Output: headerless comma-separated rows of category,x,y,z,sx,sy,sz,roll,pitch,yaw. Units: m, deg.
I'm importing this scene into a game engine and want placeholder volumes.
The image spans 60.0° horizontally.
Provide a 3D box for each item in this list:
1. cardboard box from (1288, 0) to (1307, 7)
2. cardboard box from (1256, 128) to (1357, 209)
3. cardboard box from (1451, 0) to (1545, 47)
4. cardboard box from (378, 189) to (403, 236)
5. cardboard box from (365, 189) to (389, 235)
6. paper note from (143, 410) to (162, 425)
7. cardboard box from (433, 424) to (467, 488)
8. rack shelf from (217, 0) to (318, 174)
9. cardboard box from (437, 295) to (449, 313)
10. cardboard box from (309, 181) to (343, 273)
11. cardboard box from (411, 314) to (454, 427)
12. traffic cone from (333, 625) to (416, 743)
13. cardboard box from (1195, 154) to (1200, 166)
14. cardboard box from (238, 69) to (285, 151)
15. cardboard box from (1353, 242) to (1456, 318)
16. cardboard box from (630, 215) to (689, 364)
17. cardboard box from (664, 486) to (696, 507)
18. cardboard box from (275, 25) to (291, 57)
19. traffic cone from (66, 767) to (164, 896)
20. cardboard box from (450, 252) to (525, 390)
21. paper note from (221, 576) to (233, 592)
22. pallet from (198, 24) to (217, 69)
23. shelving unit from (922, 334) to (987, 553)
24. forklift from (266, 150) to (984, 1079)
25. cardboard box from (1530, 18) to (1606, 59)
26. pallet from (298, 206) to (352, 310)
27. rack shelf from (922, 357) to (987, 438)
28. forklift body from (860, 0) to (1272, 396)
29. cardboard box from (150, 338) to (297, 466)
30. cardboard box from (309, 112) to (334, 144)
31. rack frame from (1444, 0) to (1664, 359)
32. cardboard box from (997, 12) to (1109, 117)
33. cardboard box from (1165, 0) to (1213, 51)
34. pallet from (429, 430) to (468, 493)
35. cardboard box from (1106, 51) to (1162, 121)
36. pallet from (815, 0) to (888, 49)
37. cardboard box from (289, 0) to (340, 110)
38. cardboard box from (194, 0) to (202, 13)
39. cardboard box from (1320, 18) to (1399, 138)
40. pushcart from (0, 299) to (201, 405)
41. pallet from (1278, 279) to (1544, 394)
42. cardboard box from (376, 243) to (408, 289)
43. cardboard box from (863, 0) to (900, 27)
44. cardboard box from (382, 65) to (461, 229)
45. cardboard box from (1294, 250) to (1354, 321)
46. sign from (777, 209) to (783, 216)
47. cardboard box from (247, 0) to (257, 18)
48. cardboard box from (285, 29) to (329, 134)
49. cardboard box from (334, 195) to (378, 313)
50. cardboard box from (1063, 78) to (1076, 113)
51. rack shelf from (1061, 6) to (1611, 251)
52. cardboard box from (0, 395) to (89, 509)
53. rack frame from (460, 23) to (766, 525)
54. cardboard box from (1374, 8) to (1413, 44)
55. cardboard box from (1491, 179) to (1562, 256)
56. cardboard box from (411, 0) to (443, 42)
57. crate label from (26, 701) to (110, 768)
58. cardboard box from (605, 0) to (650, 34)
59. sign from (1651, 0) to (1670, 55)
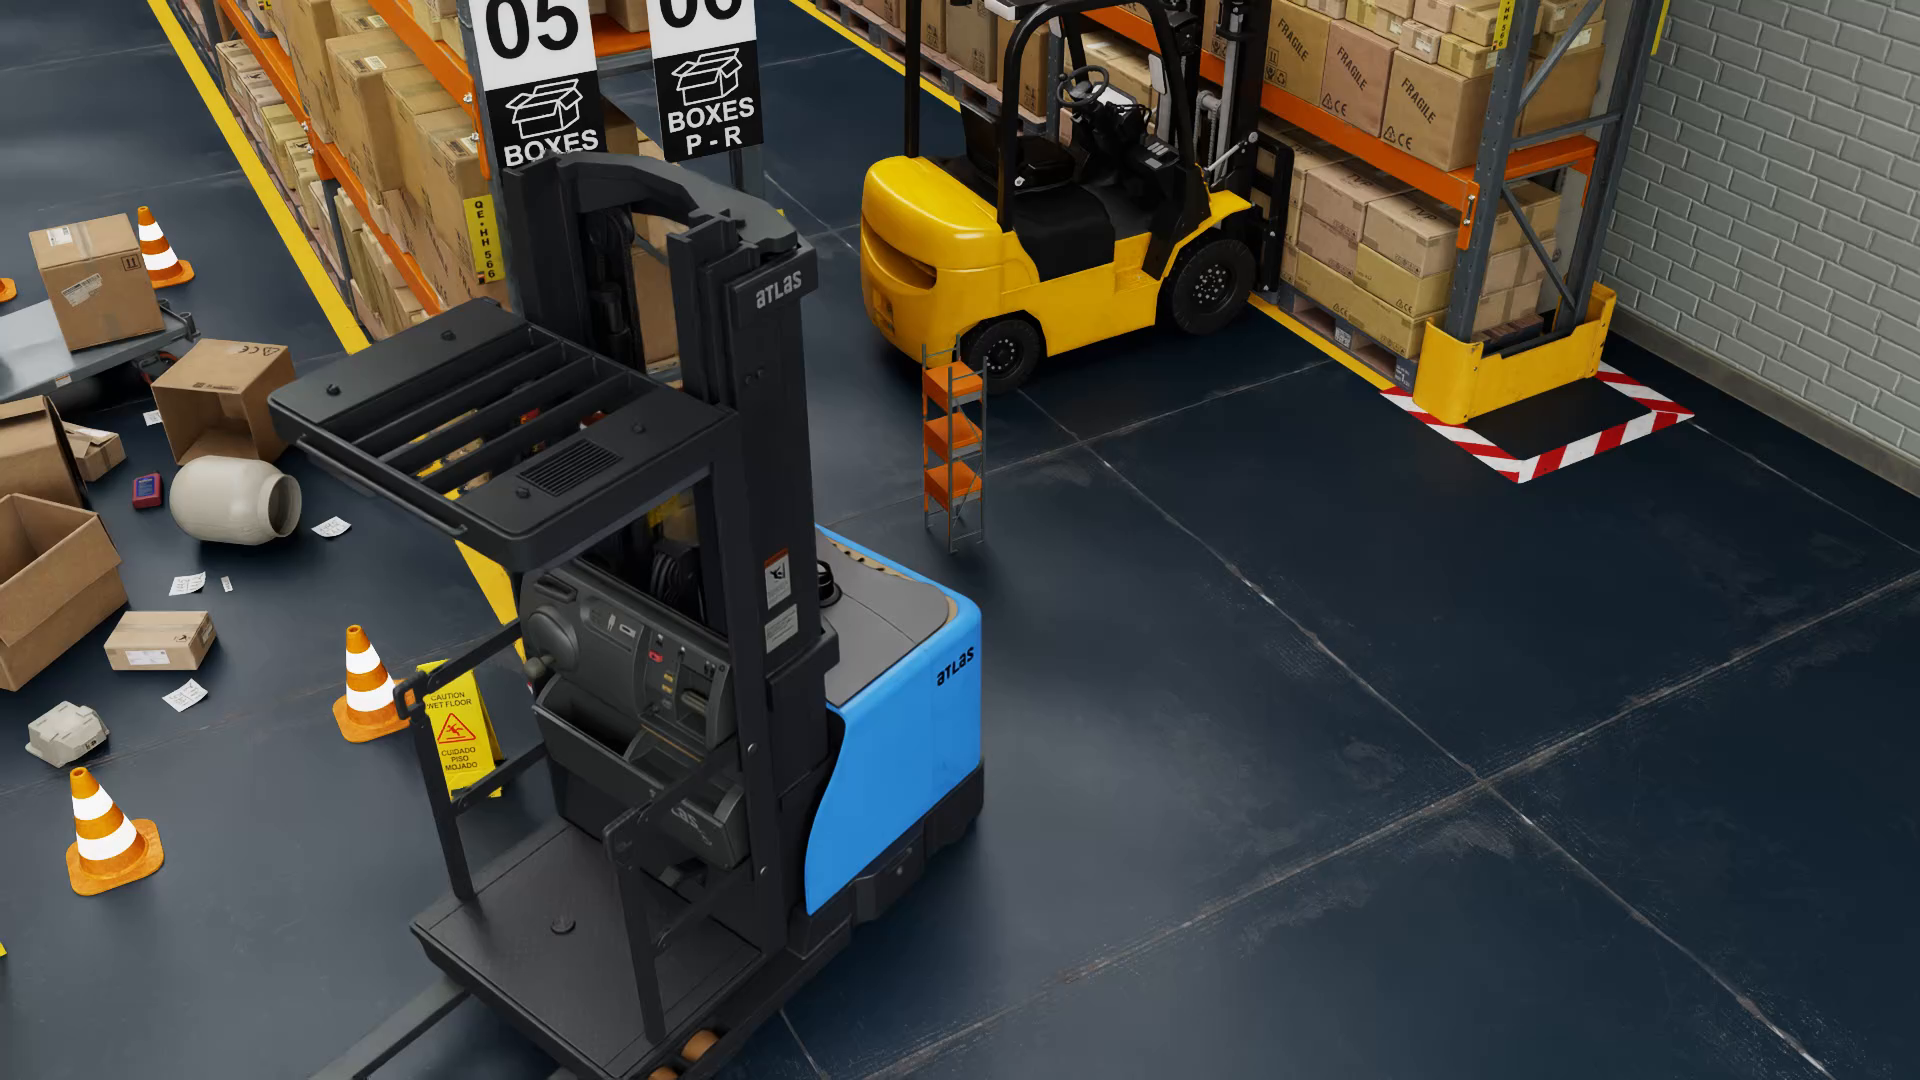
cardboard box,2.007,-3.144,9.376,0.380,0.149,0.250,-19,40,-24
cardboard box,2.065,-2.219,9.872,0.500,0.250,0.500,-18,40,-23
cardboard box,2.727,-2.643,8.439,0.380,0.149,0.250,-19,40,-24
cardboard box,-2.446,-1.760,7.780,0.500,0.500,0.500,-18,40,-23
cardboard box,-2.695,-1.655,8.186,0.380,0.149,0.250,-19,40,-24
paper note,-4.419,-0.693,9.173,0.148,0.019,0.142,-19,40,-24
cardboard box,-2.360,-0.551,8.437,0.500,0.250,0.500,-20,41,-26
rack shelf,-4.215,-3.397,10.968,1.077,0.370,4.000,-19,40,-24
cardboard box,-2.062,-1.009,7.302,0.380,0.149,0.250,-18,40,-23
cardboard box,-3.476,-2.043,10.376,0.950,0.372,0.625,-18,40,-23
cardboard box,-2.341,-0.846,8.204,0.500,0.500,0.500,-20,41,-25
traffic cone,-2.532,0.560,7.091,0.336,0.463,0.334,-19,40,-24
cardboard box,1.806,-2.289,10.393,0.500,0.250,0.500,-19,40,-24
cardboard box,-4.567,-3.151,11.893,0.950,0.372,0.625,-20,41,-25
cardboard box,2.575,-1.517,9.335,0.500,0.250,0.500,-19,40,-24
cardboard box,-1.199,-1.112,6.892,0.500,0.500,0.500,-20,40,-25
cardboard box,-1.379,-0.495,7.724,0.500,0.500,0.500,-20,41,-25
cardboard box,-3.707,-2.916,9.557,0.380,0.149,0.250,-18,40,-23
traffic cone,-3.321,1.062,6.404,0.336,0.463,0.334,-19,40,-24
cardboard box,-1.711,-0.983,6.716,0.500,0.500,0.500,-20,40,-25
paper note,-3.507,0.210,7.953,0.032,0.001,0.123,-19,40,-24
pallet,-5.551,-4.006,13.556,1.003,0.211,1.213,-19,40,-24
shelving unit,-0.027,-0.451,7.978,0.215,1.050,0.252,-19,40,-24
forklift,-1.213,0.423,5.185,1.130,2.935,3.031,25,43,30
cardboard box,3.143,-2.653,8.704,0.380,0.149,0.250,-20,41,-25
pallet,-3.603,-1.938,10.725,1.003,0.211,1.213,-19,40,-24
rack shelf,-0.027,-0.672,7.817,0.215,0.259,0.240,-19,40,-24
forklift body,0.559,-2.184,9.417,2.313,2.155,1.214,-19,40,-24
cardboard box,-3.848,-0.710,8.796,0.500,0.500,0.500,6,37,8
cardboard box,-3.329,-2.311,9.083,0.380,0.149,0.250,-19,40,-24
rack frame,3.089,-2.101,8.583,1.000,3.000,0.127,-19,40,-24
cardboard box,0.808,-3.614,12.312,0.875,0.625,0.625,-17,39,-22
cardboard box,1.608,-3.359,10.220,0.500,0.500,0.500,-19,40,-24
pallet,-2.225,-0.587,8.874,1.003,0.211,1.213,-19,40,-24
cardboard box,1.300,-3.000,10.942,0.500,0.250,0.500,-19,40,-24
pallet,-0.550,-4.623,14.400,1.003,0.211,1.213,-19,40,-24
cardboard box,-2.710,-2.412,7.825,0.700,0.500,0.500,-20,41,-25
cardboard box,-5.939,-4.852,13.795,0.875,0.875,0.875,-18,40,-23
cardboard box,2.362,-2.581,9.156,0.500,0.500,0.500,-18,40,-23
pushcart,-5.156,-0.908,9.173,0.936,0.377,1.648,26,44,31
pallet,2.669,-1.352,9.922,1.003,0.211,1.213,-19,40,-24
cardboard box,-2.739,-1.431,8.456,0.380,0.149,0.250,-17,39,-21
cardboard box,-0.293,-4.738,13.851,0.875,0.625,0.625,-18,40,-22
cardboard box,-1.894,-1.648,6.779,0.700,0.500,0.500,-19,40,-24
cardboard box,2.339,-1.562,9.821,0.500,0.250,0.500,-19,40,-24
sign,-0.731,-1.138,6.531,0.100,0.325,0.005,-19,40,-24
cardboard box,-4.116,-3.306,10.090,0.380,0.149,0.250,-19,40,-24
cardboard box,-3.230,-2.521,8.822,0.500,0.500,0.500,-19,40,-24
cardboard box,-3.147,-1.649,9.304,0.500,0.500,0.500,-17,39,-22
cardboard box,1.056,-3.063,11.452,0.500,0.250,0.500,-19,40,-24
rack shelf,2.085,-2.830,10.191,1.077,0.370,4.000,-19,40,-24
cardboard box,-4.749,-0.294,8.111,0.797,0.637,0.503,-19,40,-24
rack frame,-1.201,-0.628,6.566,1.000,3.000,0.127,-19,40,-24
cardboard box,2.441,-2.769,8.863,0.380,0.149,0.250,-18,40,-23
cardboard box,3.012,-1.865,9.387,0.500,0.250,0.500,-20,40,-25
cardboard box,-1.775,-1.954,6.052,0.380,0.149,0.250,-19,40,-24
crate label,-3.769,0.811,7.024,0.298,0.136,0.250,19,40,24
cardboard box,-1.086,-2.003,6.119,0.380,0.149,0.250,-19,40,-24
sign,3.572,-2.644,8.525,0.100,0.325,0.005,-19,40,-24
